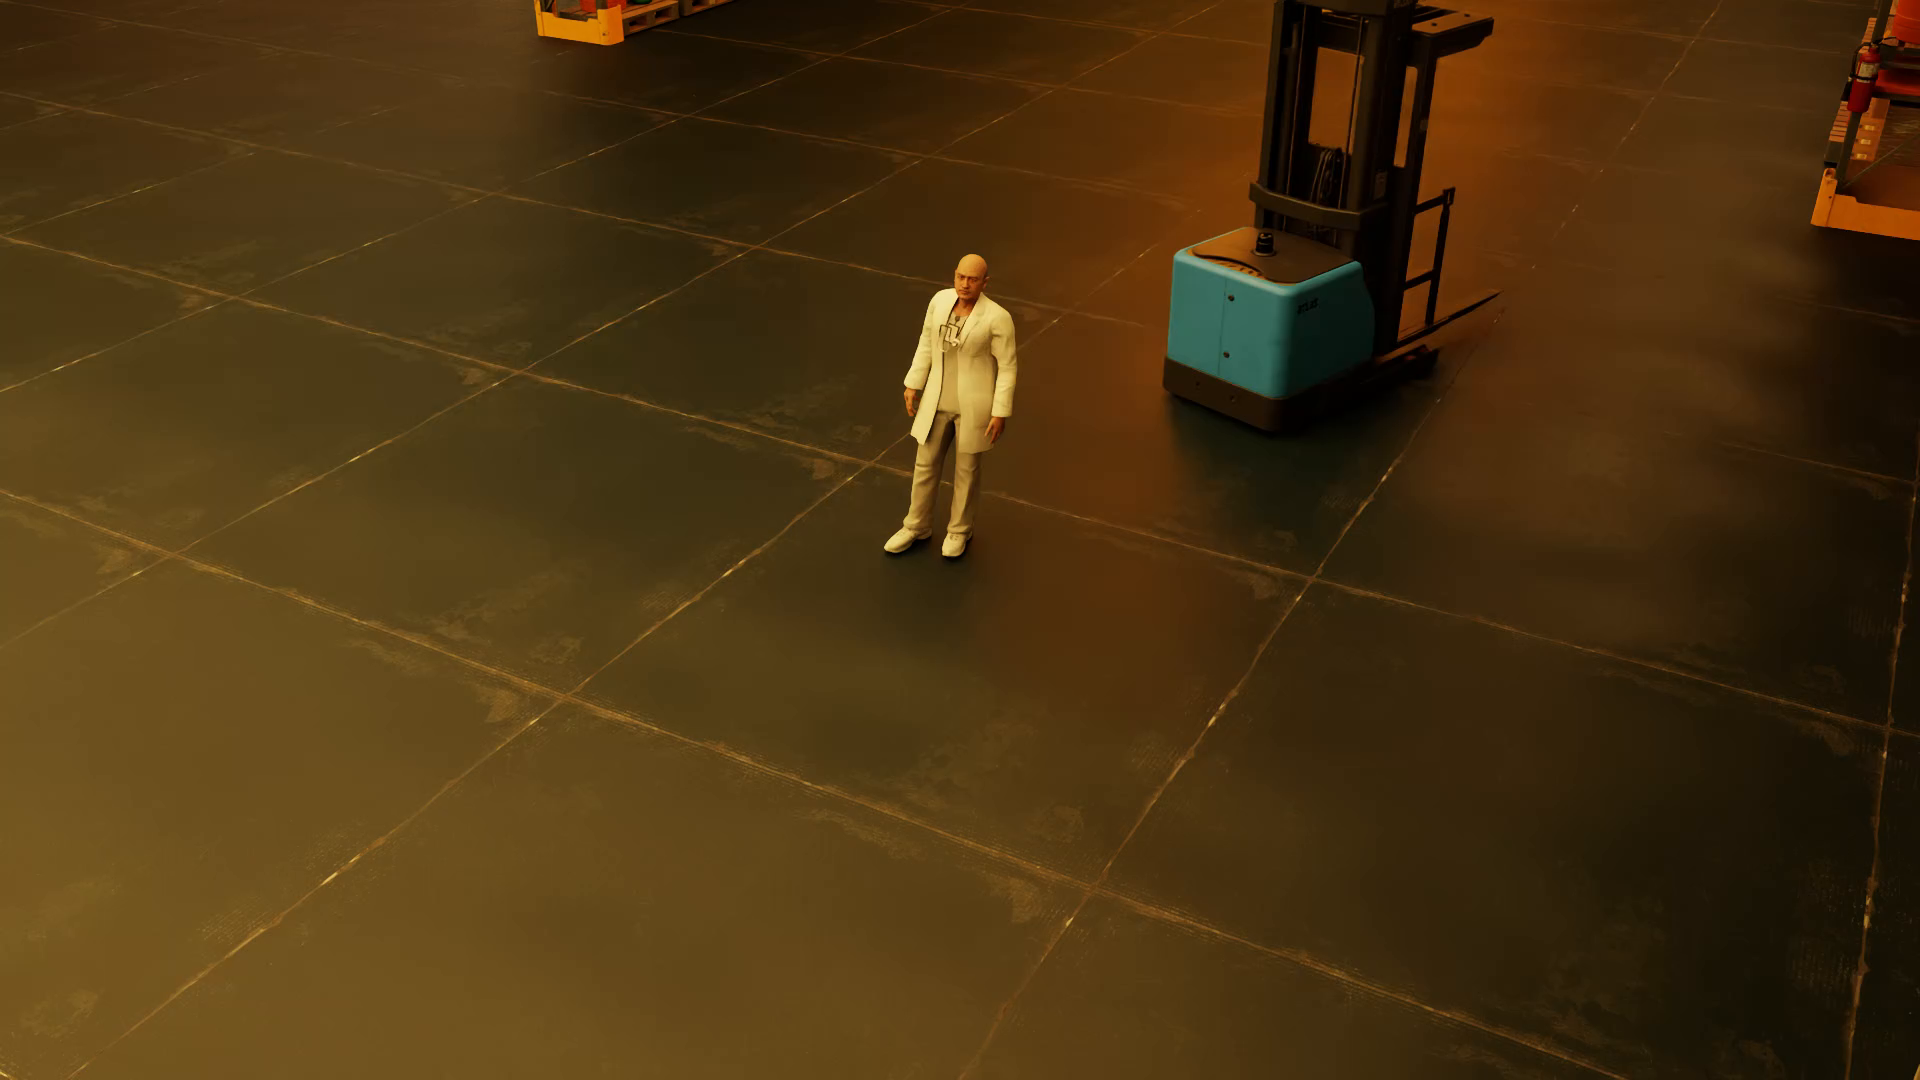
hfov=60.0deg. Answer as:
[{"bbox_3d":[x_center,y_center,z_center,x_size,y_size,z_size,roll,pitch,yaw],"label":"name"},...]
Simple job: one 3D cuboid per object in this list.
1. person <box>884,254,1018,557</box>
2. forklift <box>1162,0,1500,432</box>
[{"bbox_3d":[-0.048,-0.738,9.489,0.696,1.776,0.581,15,33,25],"label":"person"},{"bbox_3d":[2.853,-2.614,11.600,3.031,2.935,1.130,-25,38,-36],"label":"forklift"}]
